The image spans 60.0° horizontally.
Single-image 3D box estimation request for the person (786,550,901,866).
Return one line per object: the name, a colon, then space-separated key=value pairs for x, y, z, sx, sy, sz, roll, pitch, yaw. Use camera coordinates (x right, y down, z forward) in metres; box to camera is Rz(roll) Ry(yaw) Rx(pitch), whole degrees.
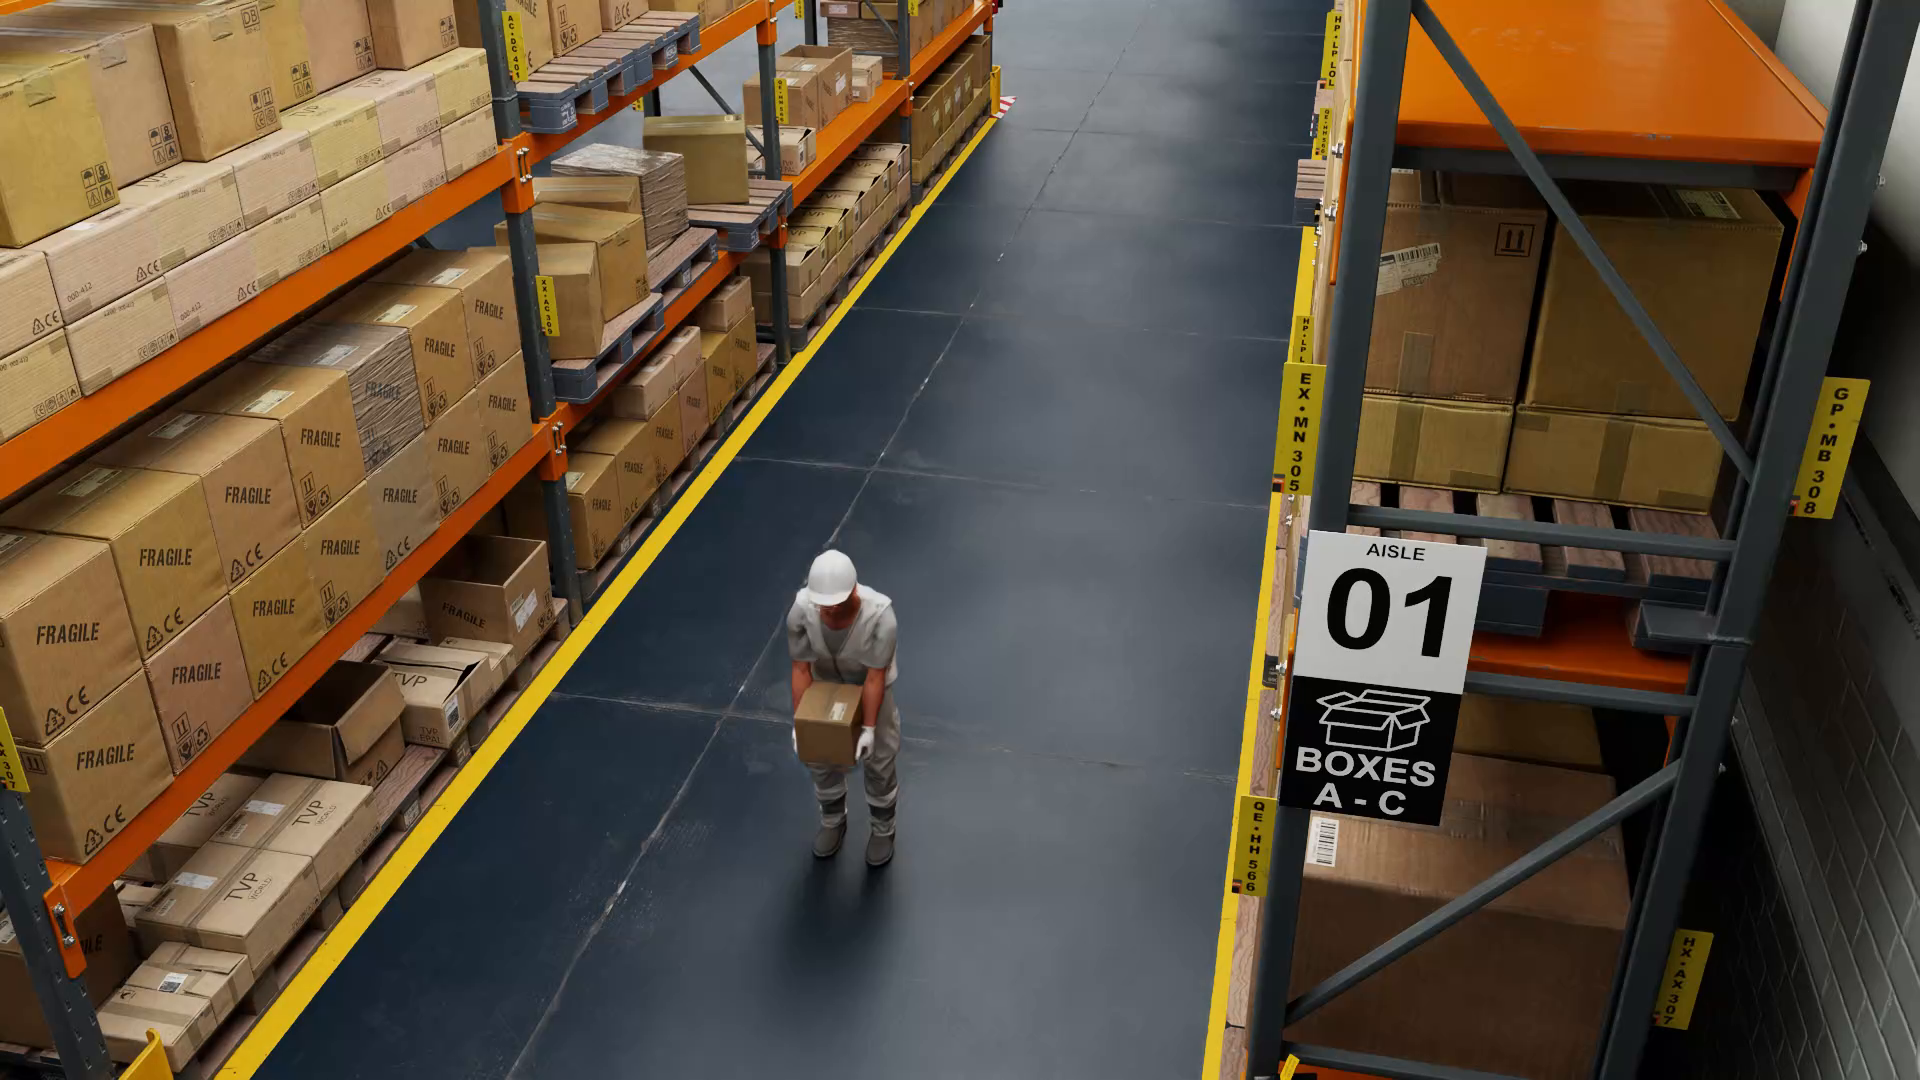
person: x=-0.503 y=0.730 z=7.345 sx=0.488 sy=1.702 sz=0.638 roll=5 pitch=29 yaw=10
